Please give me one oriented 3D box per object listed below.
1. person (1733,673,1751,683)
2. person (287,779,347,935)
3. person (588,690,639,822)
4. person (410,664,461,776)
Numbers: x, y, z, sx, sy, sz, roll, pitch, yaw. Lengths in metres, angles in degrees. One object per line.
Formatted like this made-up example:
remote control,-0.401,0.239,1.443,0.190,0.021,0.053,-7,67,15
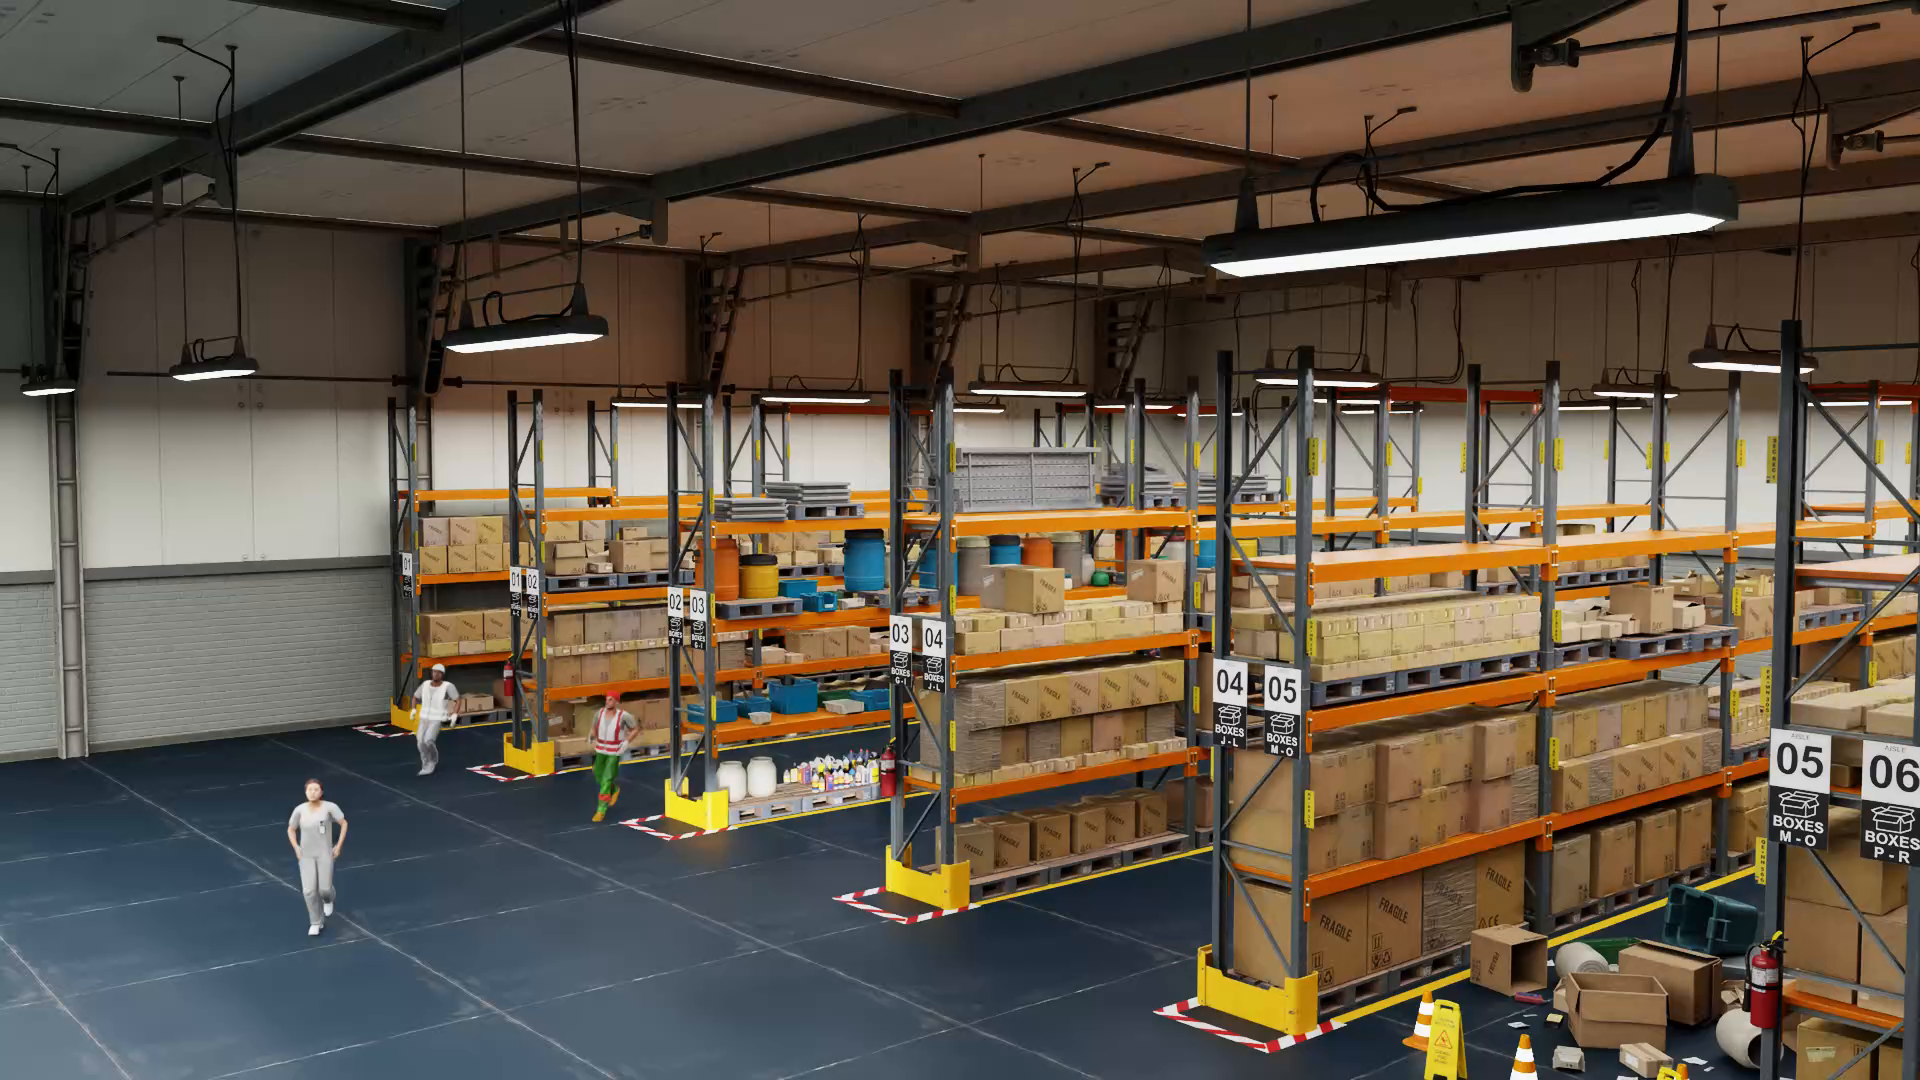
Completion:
person,11.786,2.859,25.012,0.871,1.735,0.619,-2,4,-35
person,-6.815,3.323,17.649,0.595,1.627,0.590,-1,3,-15
person,-4.794,2.946,22.974,0.669,1.779,0.854,1,3,17
person,-8.198,2.792,25.809,0.747,1.728,0.574,1,3,12
